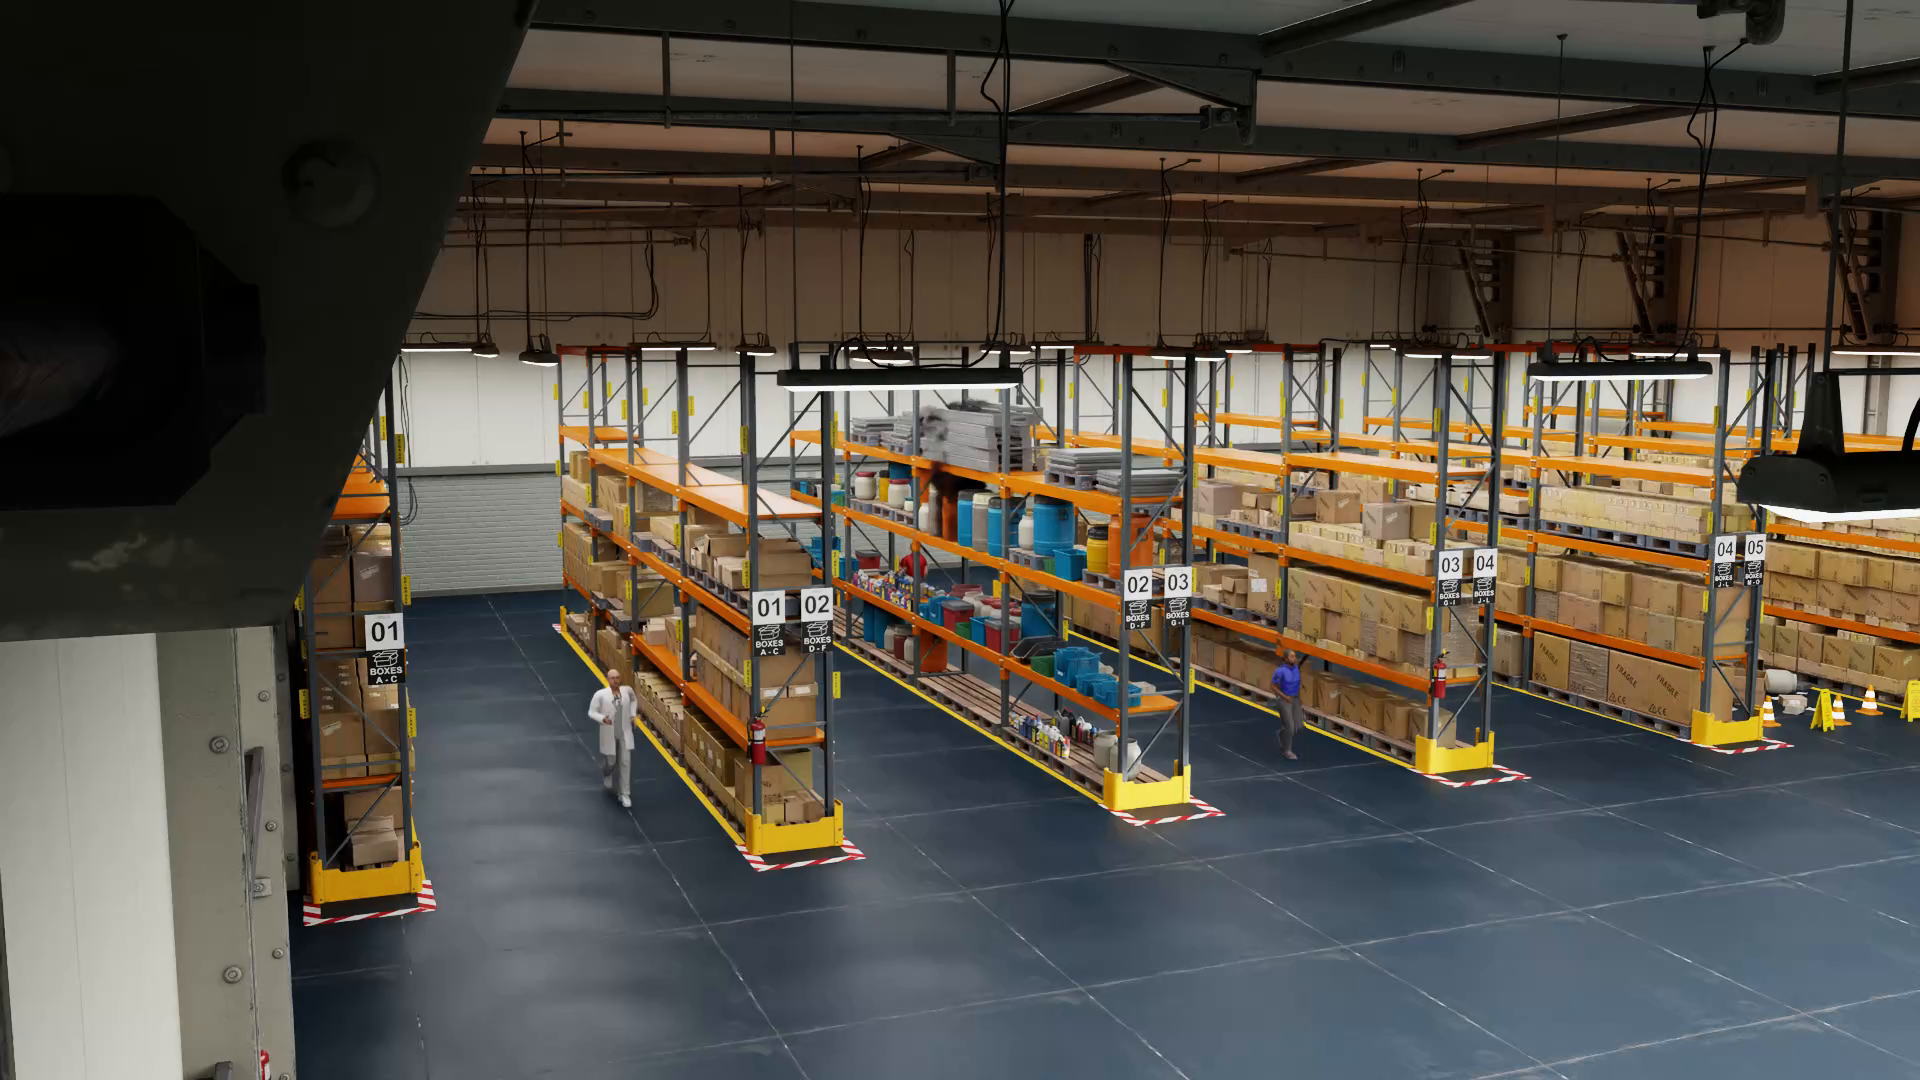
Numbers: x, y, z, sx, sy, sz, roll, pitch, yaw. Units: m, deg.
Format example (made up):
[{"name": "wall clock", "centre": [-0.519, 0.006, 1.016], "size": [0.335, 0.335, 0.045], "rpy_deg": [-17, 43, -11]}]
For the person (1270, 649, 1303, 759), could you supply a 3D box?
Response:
[{"name": "person", "centre": [4.830, 2.413, 24.652], "size": [0.584, 1.627, 0.557], "rpy_deg": [-4, 9, -32]}]

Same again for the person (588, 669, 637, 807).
[{"name": "person", "centre": [-4.625, 2.611, 22.327], "size": [0.712, 1.776, 1.037], "rpy_deg": [-3, 8, -25]}]

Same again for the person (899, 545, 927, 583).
[{"name": "person", "centre": [-1.005, 0.922, 36.080], "size": [0.674, 1.707, 0.633], "rpy_deg": [-3, 8, -25]}]
